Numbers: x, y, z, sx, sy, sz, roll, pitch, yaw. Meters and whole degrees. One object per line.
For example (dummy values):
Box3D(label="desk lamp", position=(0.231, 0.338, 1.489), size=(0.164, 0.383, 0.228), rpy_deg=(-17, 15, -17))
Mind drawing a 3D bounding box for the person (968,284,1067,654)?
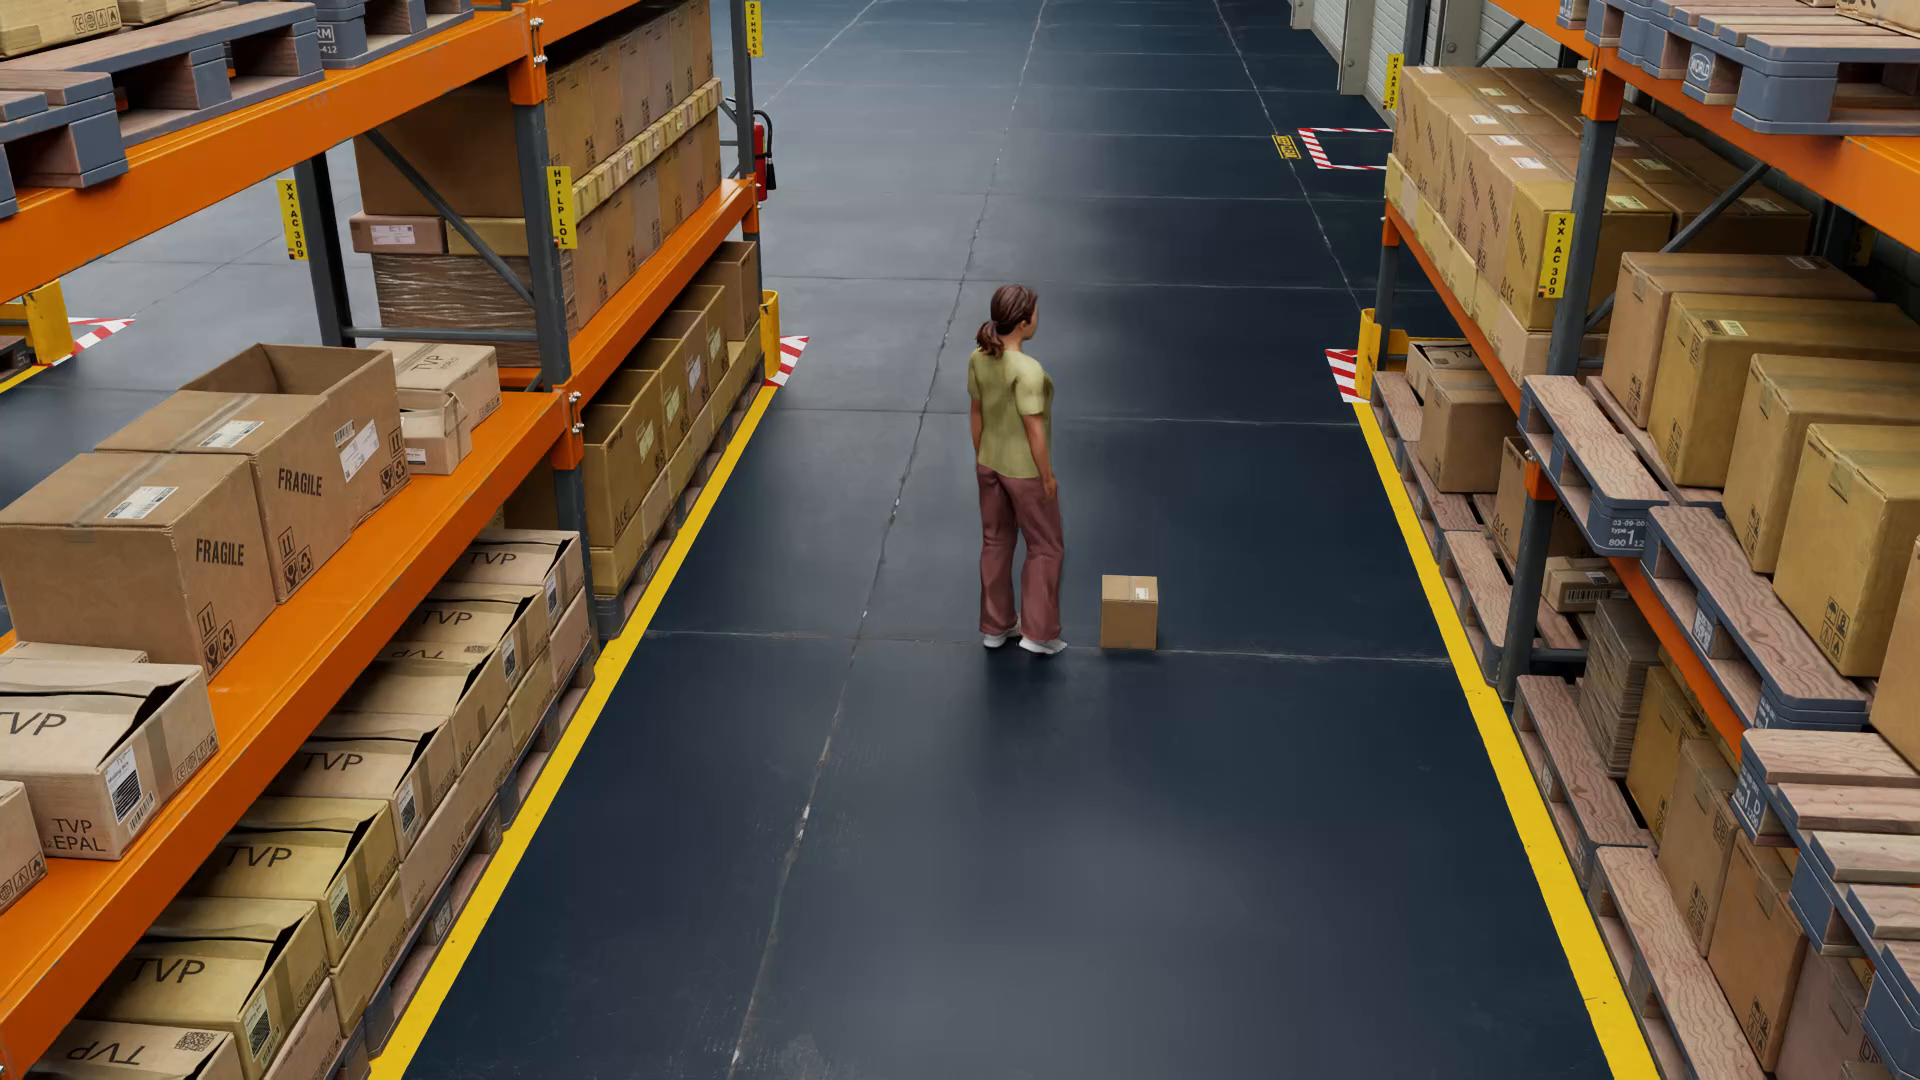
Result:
Box3D(label="person", position=(0.249, -0.270, 7.256), size=(0.417, 1.748, 0.458), rpy_deg=(-20, 32, -37))
